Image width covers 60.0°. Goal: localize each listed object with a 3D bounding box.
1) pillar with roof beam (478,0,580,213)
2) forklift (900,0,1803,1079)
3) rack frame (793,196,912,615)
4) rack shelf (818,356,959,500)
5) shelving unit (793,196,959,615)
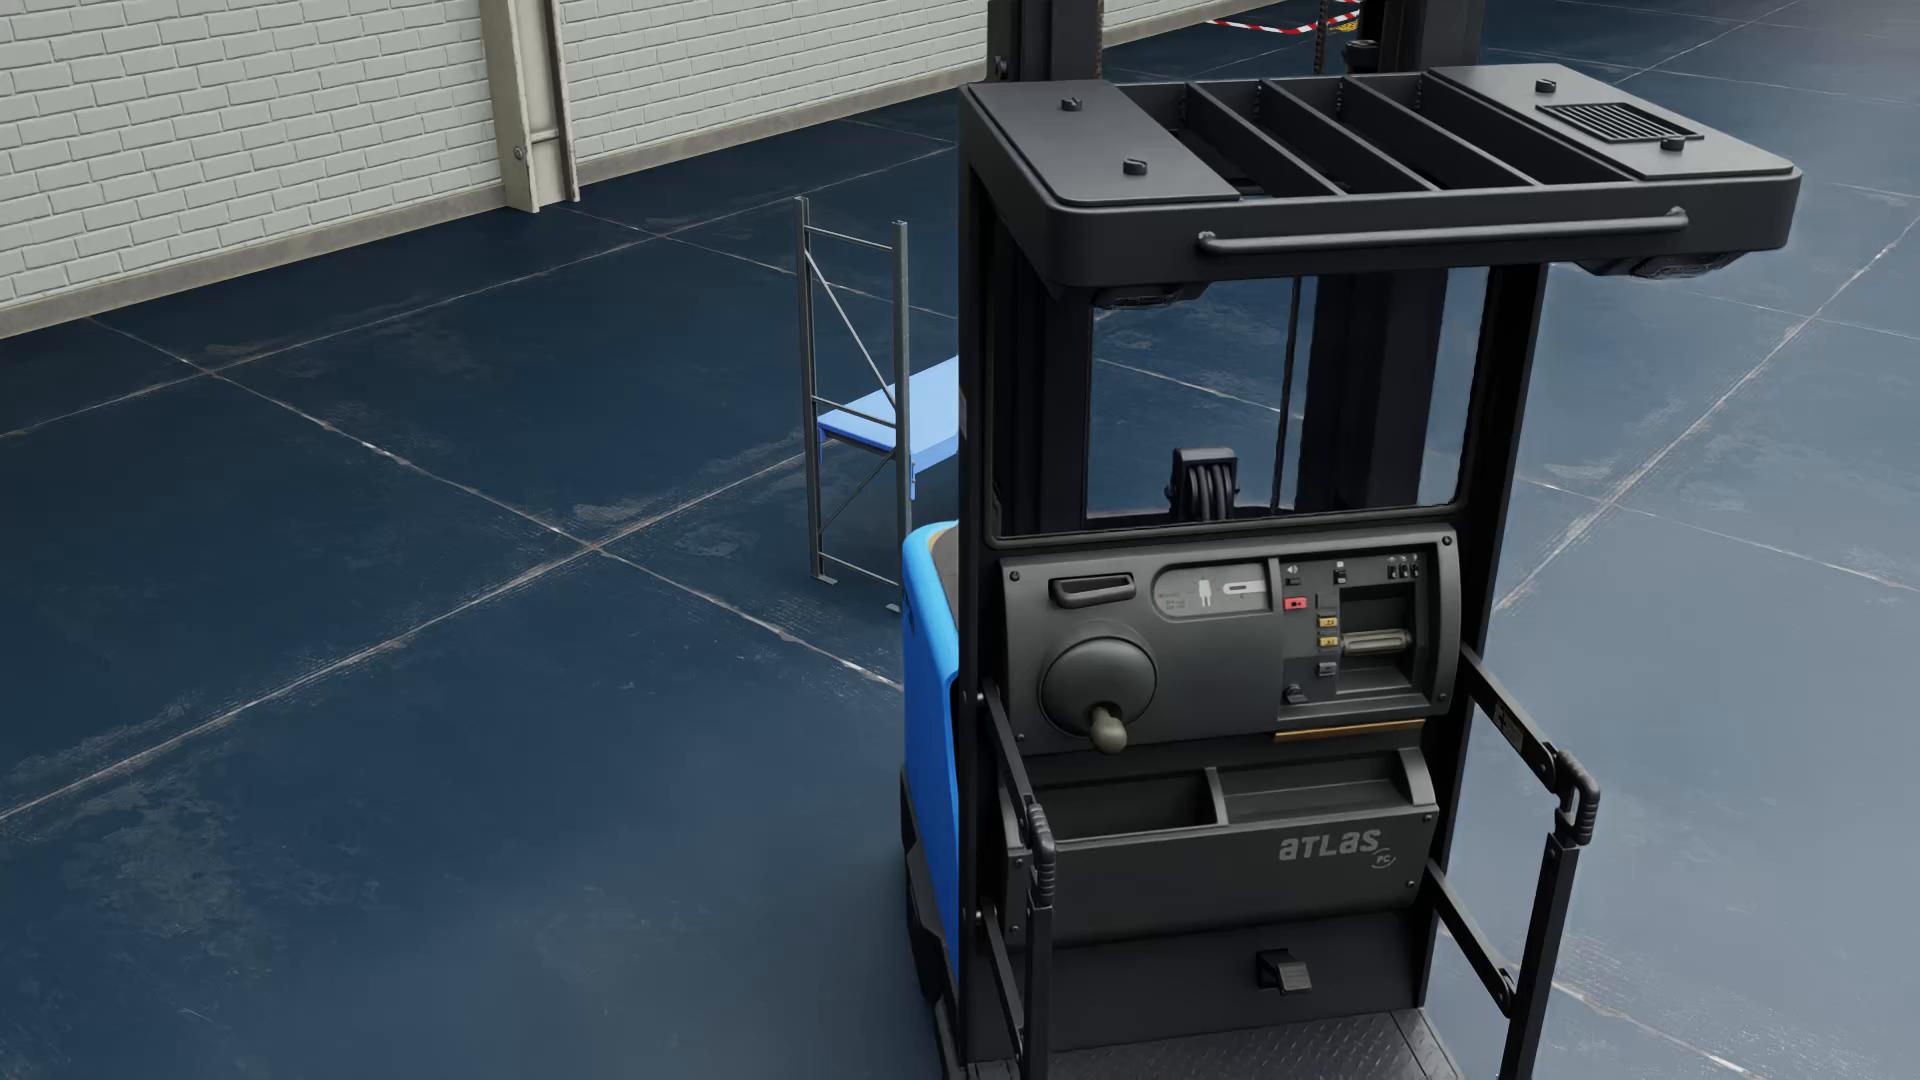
[{"bbox_3d":[0.533,-4.994,6.610,9.100,9.000,0.400,21,34,34],"label":"pillar with roof beam"},{"bbox_3d":[0.582,0.236,3.104,1.130,2.935,3.031,-4,28,-9],"label":"forklift"},{"bbox_3d":[-0.378,-0.456,5.999,0.500,1.500,0.032,21,34,34],"label":"rack frame"},{"bbox_3d":[-0.054,-0.476,6.430,0.538,0.185,1.000,21,34,34],"label":"rack shelf"},{"bbox_3d":[-0.054,-0.636,6.347,0.538,1.500,1.048,21,34,34],"label":"shelving unit"}]
